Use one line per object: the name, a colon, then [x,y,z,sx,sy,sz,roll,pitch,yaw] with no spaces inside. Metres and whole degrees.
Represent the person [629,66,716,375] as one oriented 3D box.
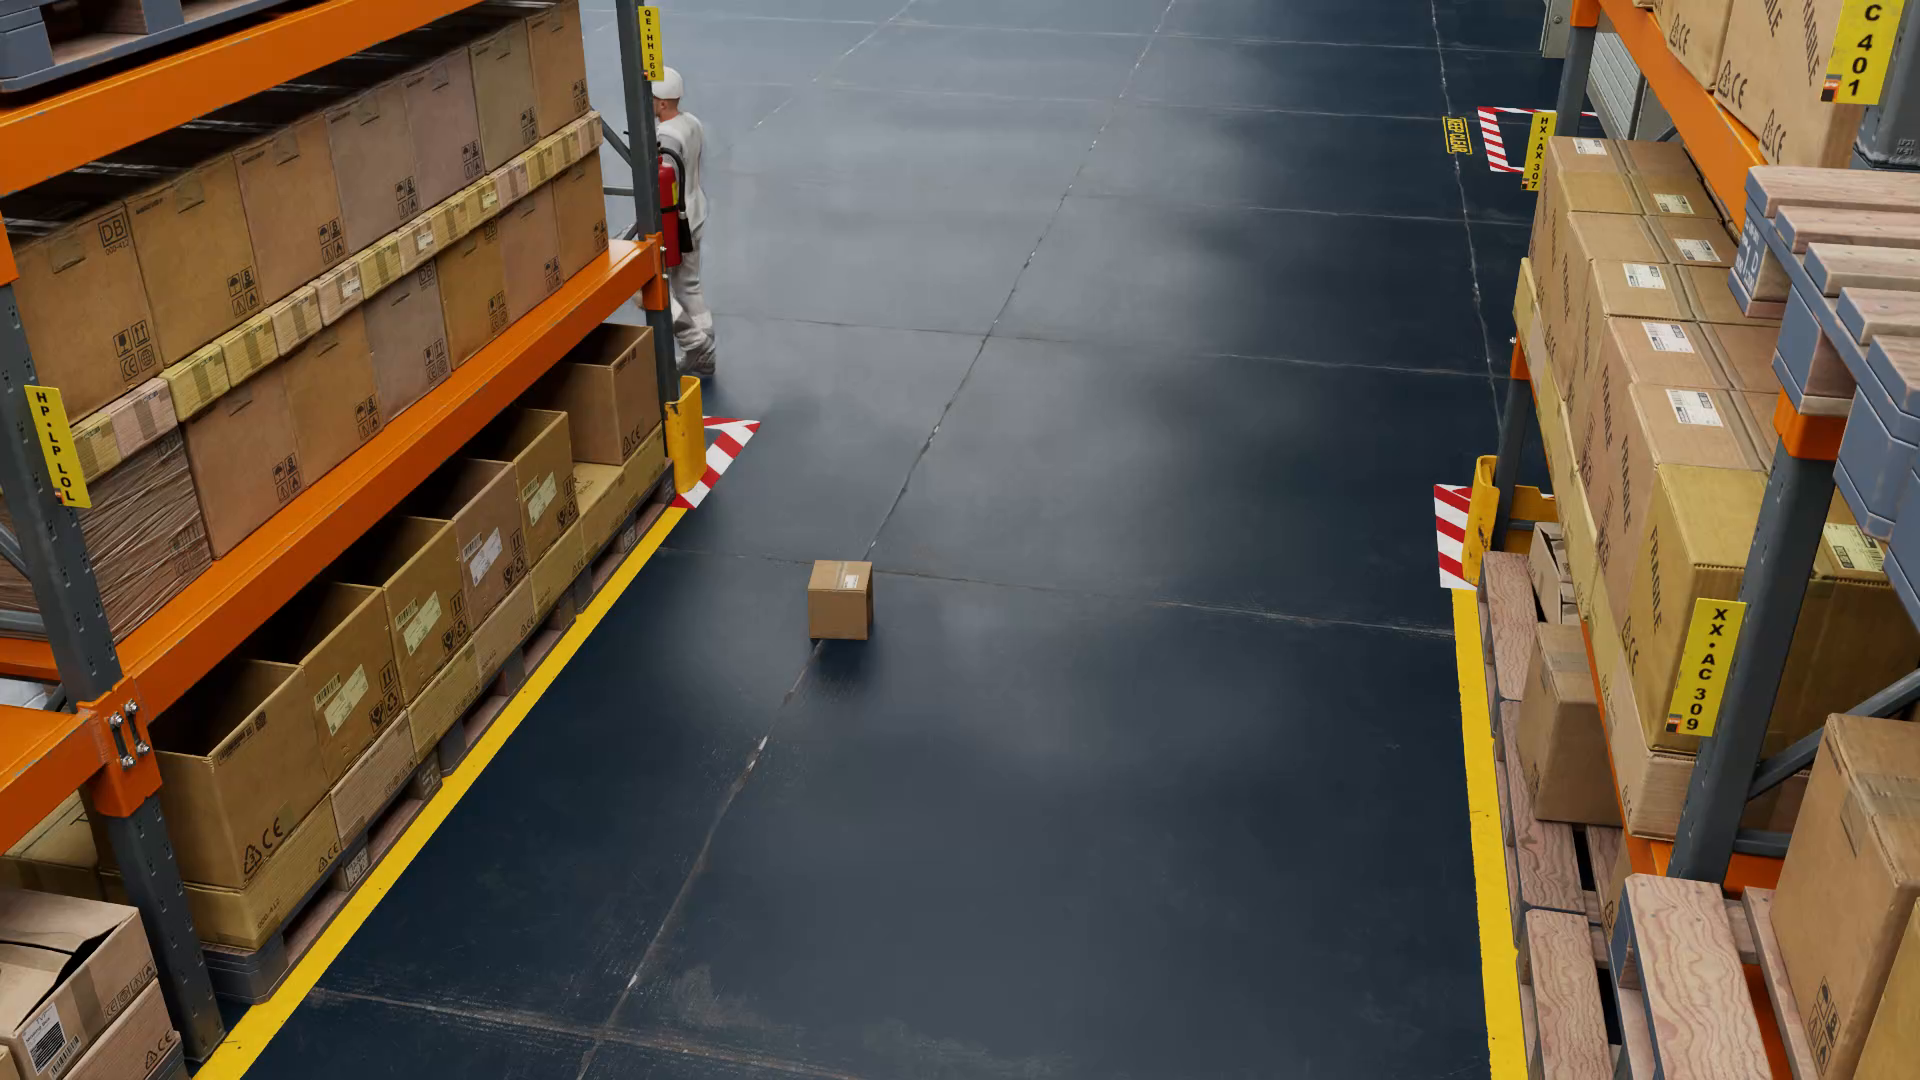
person: [-1.629,-1.758,9.279,0.461,1.778,0.618,6,29,11]
